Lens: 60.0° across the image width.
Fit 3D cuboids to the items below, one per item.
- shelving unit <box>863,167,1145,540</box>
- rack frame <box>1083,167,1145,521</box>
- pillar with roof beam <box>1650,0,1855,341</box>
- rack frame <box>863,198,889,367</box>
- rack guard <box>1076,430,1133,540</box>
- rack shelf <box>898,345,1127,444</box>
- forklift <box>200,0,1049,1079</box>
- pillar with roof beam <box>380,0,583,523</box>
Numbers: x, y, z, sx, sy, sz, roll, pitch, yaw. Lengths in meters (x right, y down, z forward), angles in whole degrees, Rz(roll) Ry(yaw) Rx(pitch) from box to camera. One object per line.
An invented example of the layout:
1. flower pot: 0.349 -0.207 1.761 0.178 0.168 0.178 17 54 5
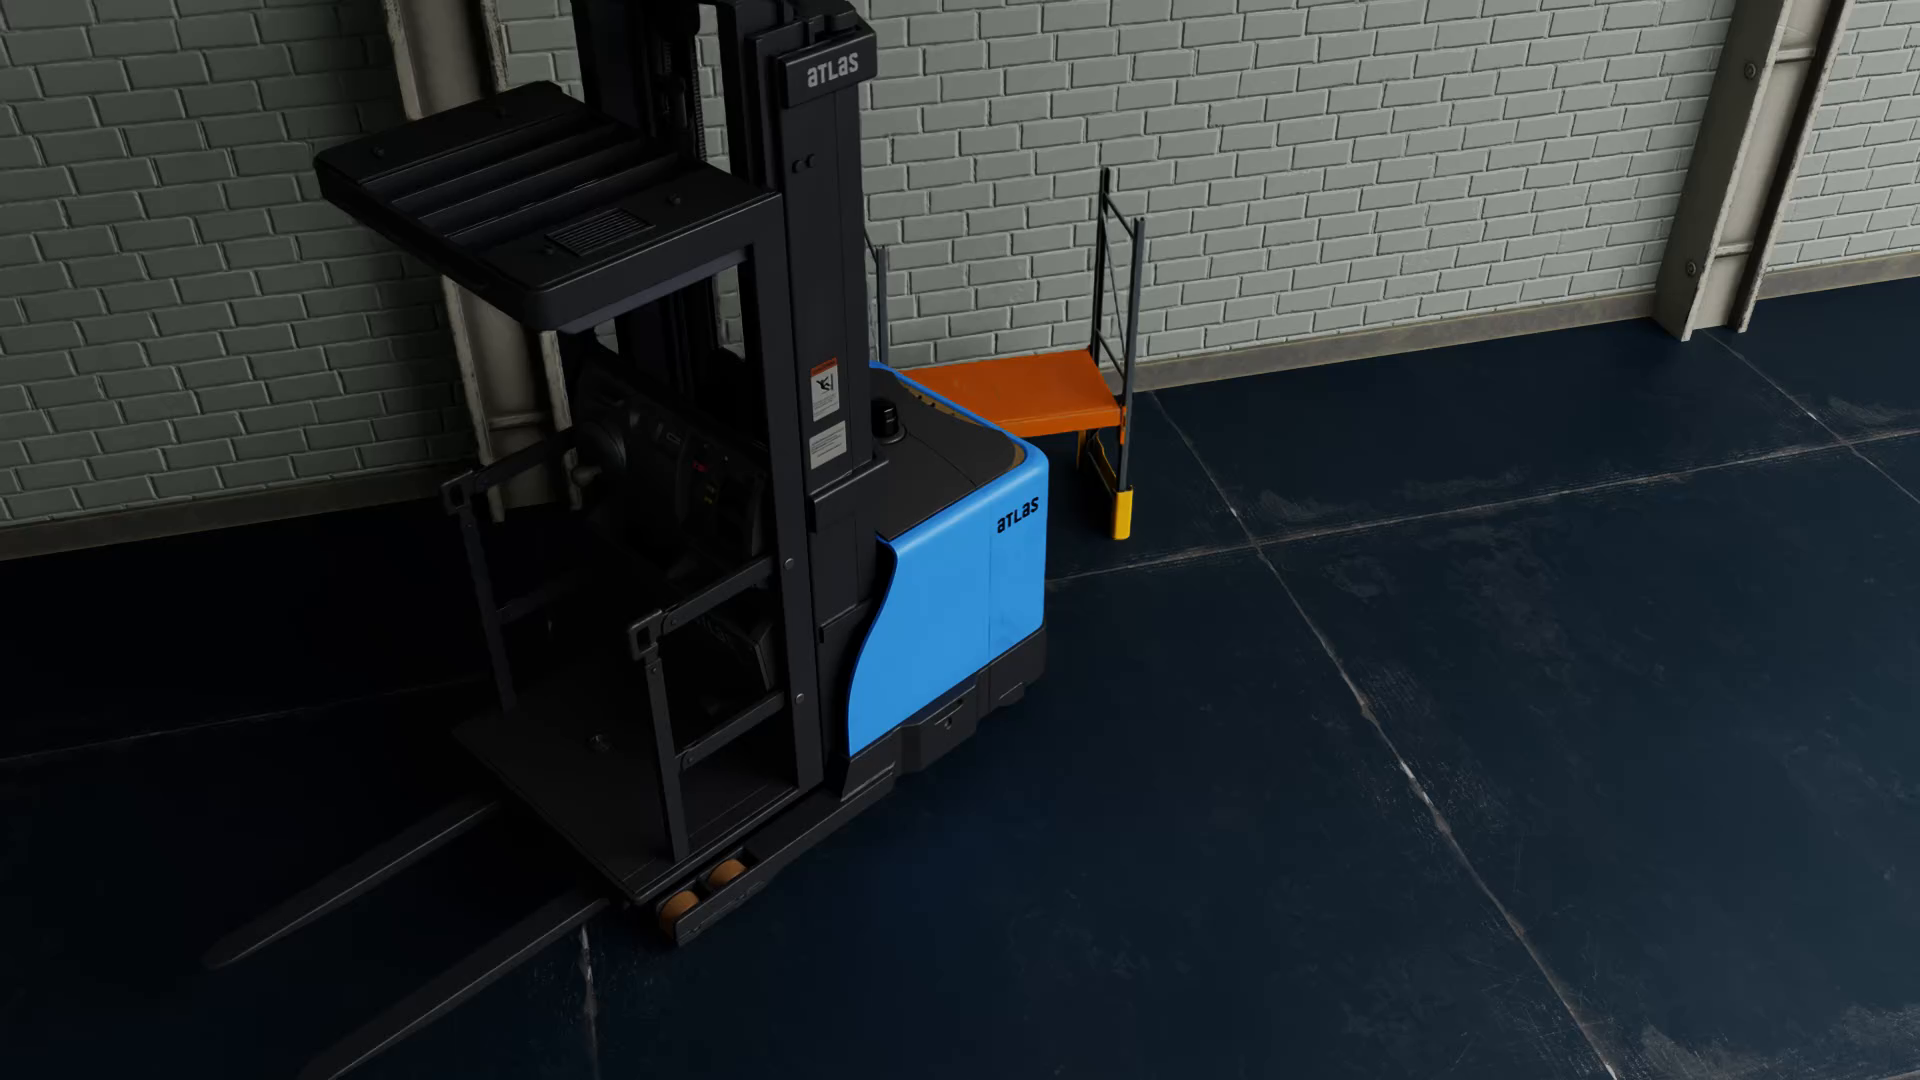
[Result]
1. shelving unit: 0.155 -0.705 6.937 1.083 1.500 0.587 -8 38 -10
2. rack frame: 0.641 -0.773 7.027 0.032 1.500 0.500 -8 38 -10
3. pillar with roof beam: 4.997 -2.197 2.715 0.400 9.000 9.100 -9 38 -12
4. rack frame: -0.349 -0.634 6.844 0.032 1.500 0.500 -8 38 -10
5. rack guard: 0.640 -0.277 7.406 0.087 0.250 0.587 -8 38 -10
6. rack shelf: 0.146 -0.561 7.045 1.000 0.185 0.538 -8 38 -10
7. forklift: -1.064 -0.190 5.086 1.130 2.935 3.031 31 47 34
8. pillar with roof beam: -0.796 -1.246 1.473 0.400 9.000 9.100 -9 38 -12
